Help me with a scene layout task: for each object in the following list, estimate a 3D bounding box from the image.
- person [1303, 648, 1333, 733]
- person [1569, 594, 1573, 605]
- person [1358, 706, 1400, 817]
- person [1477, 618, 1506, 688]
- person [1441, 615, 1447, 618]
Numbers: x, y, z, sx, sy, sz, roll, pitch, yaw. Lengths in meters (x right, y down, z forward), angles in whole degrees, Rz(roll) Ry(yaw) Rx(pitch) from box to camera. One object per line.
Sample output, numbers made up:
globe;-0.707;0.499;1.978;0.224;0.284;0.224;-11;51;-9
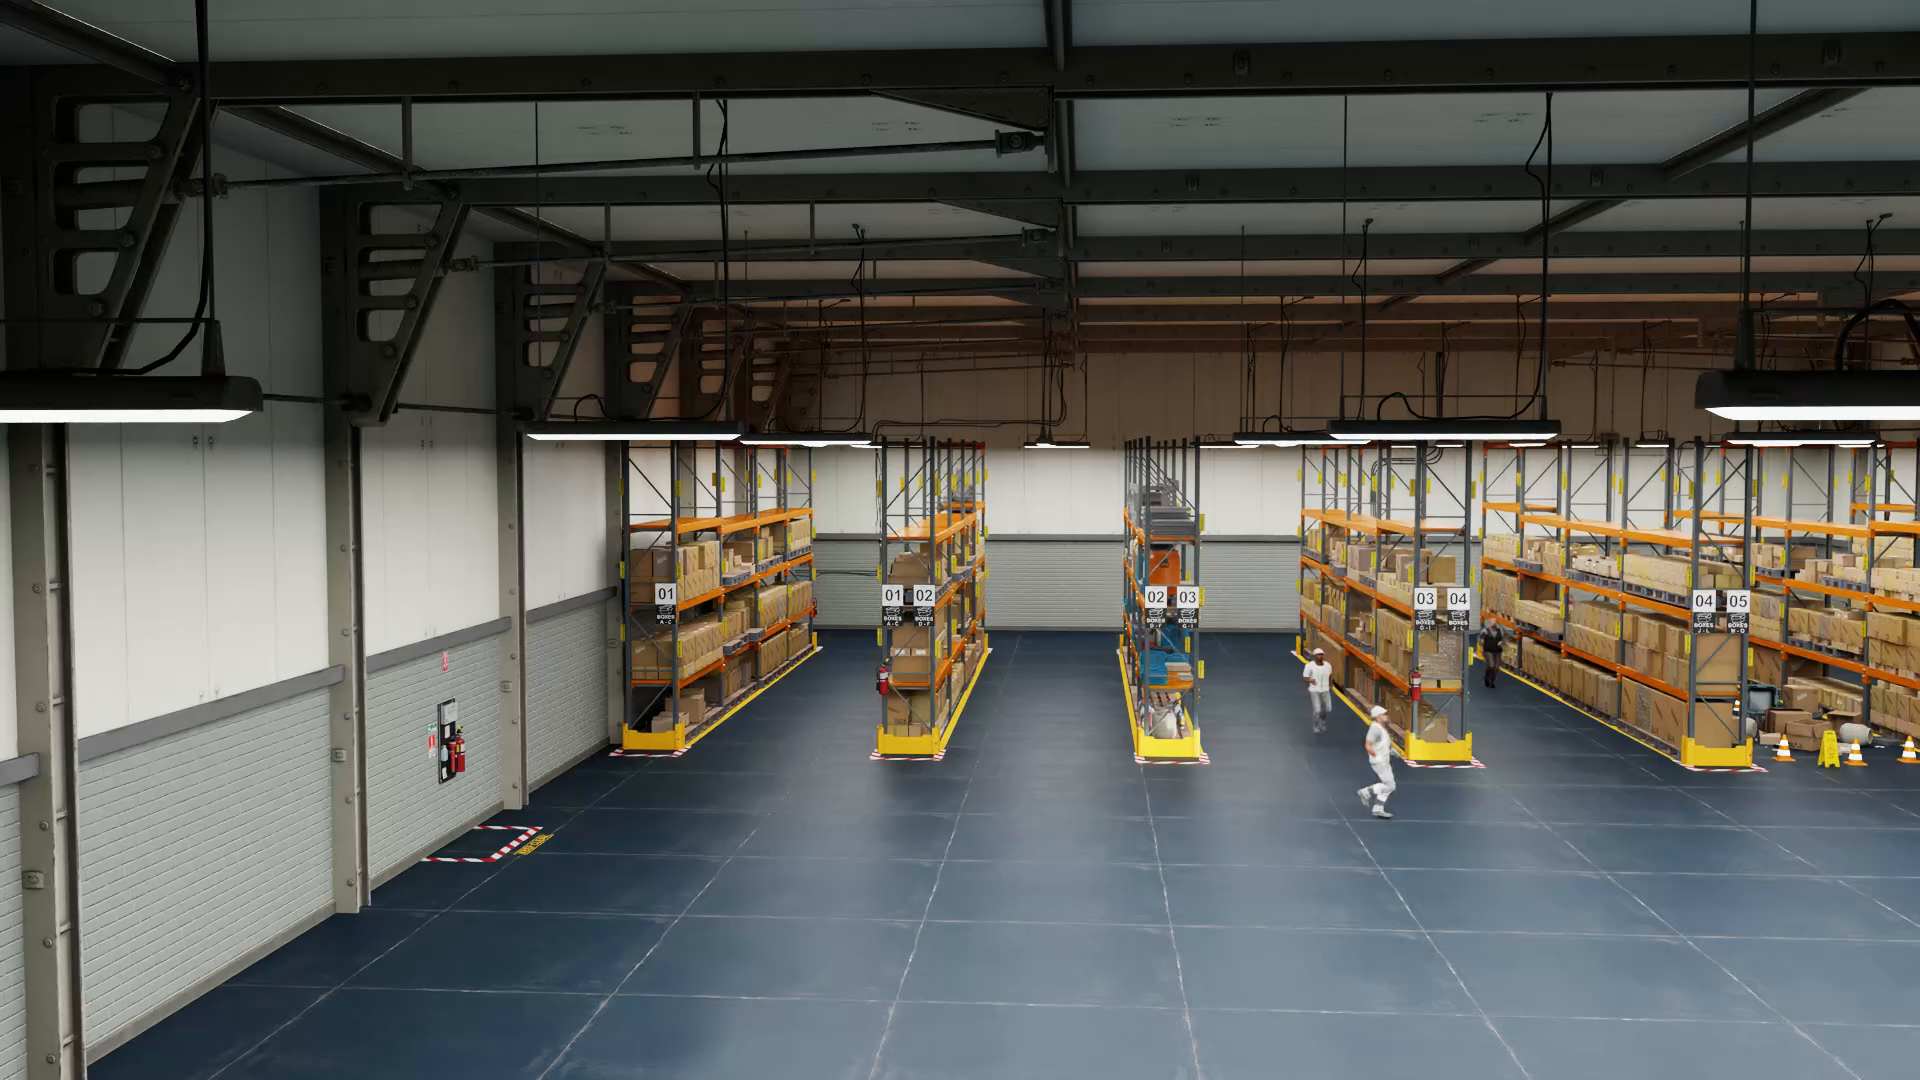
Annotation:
person;7.280;3.048;33.572;0.686;1.721;0.597;0;3;-7
person;17.358;2.375;47.308;0.691;1.683;0.704;0;3;4
person;6.551;3.462;26.019;0.601;1.738;0.658;1;3;23
person;12.826;2.722;40.027;0.634;1.692;0.663;0;3;0
person;13.530;2.415;46.800;0.549;1.599;0.604;-2;4;-38
